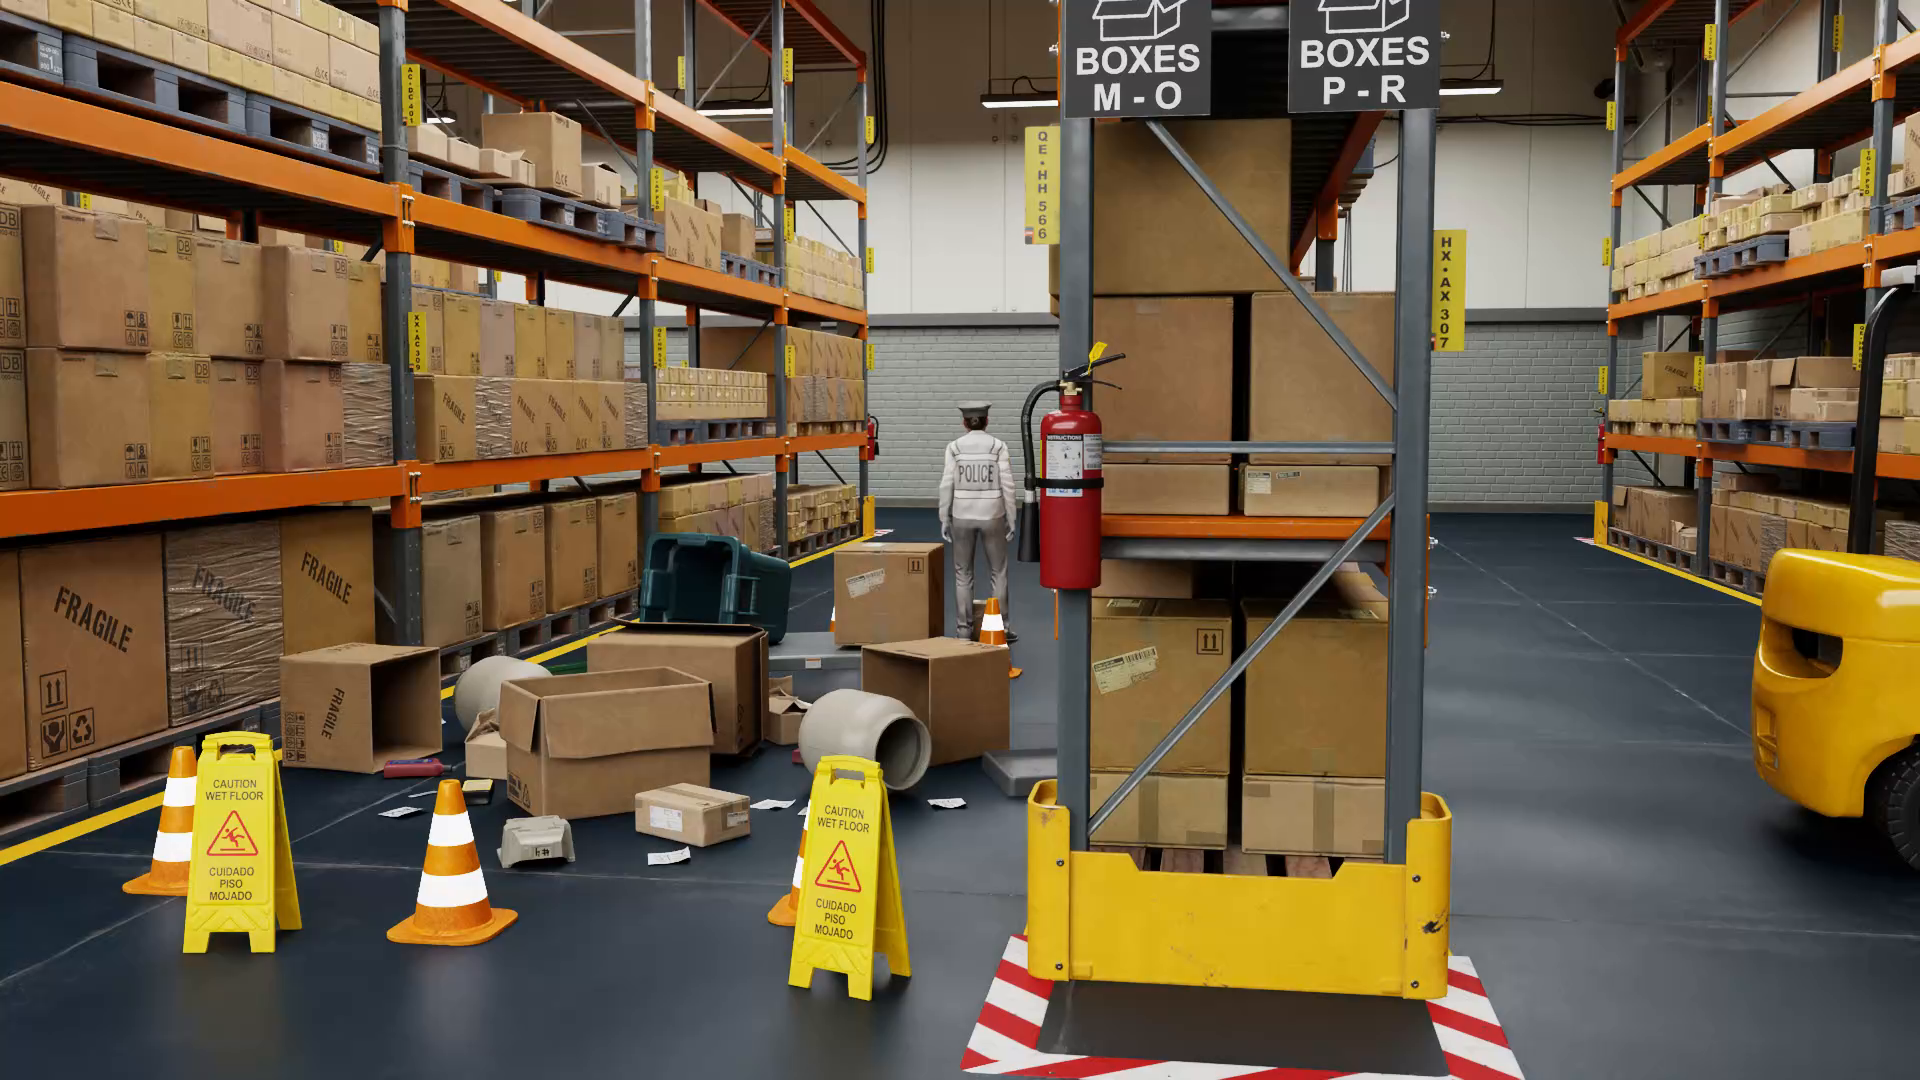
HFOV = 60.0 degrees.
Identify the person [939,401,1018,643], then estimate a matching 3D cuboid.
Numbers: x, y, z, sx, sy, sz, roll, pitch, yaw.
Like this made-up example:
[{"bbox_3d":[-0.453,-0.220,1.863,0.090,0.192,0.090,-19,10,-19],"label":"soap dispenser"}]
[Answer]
[{"bbox_3d":[0.126,-0.123,11.422,0.541,1.662,0.375,0,5,5],"label":"person"}]
